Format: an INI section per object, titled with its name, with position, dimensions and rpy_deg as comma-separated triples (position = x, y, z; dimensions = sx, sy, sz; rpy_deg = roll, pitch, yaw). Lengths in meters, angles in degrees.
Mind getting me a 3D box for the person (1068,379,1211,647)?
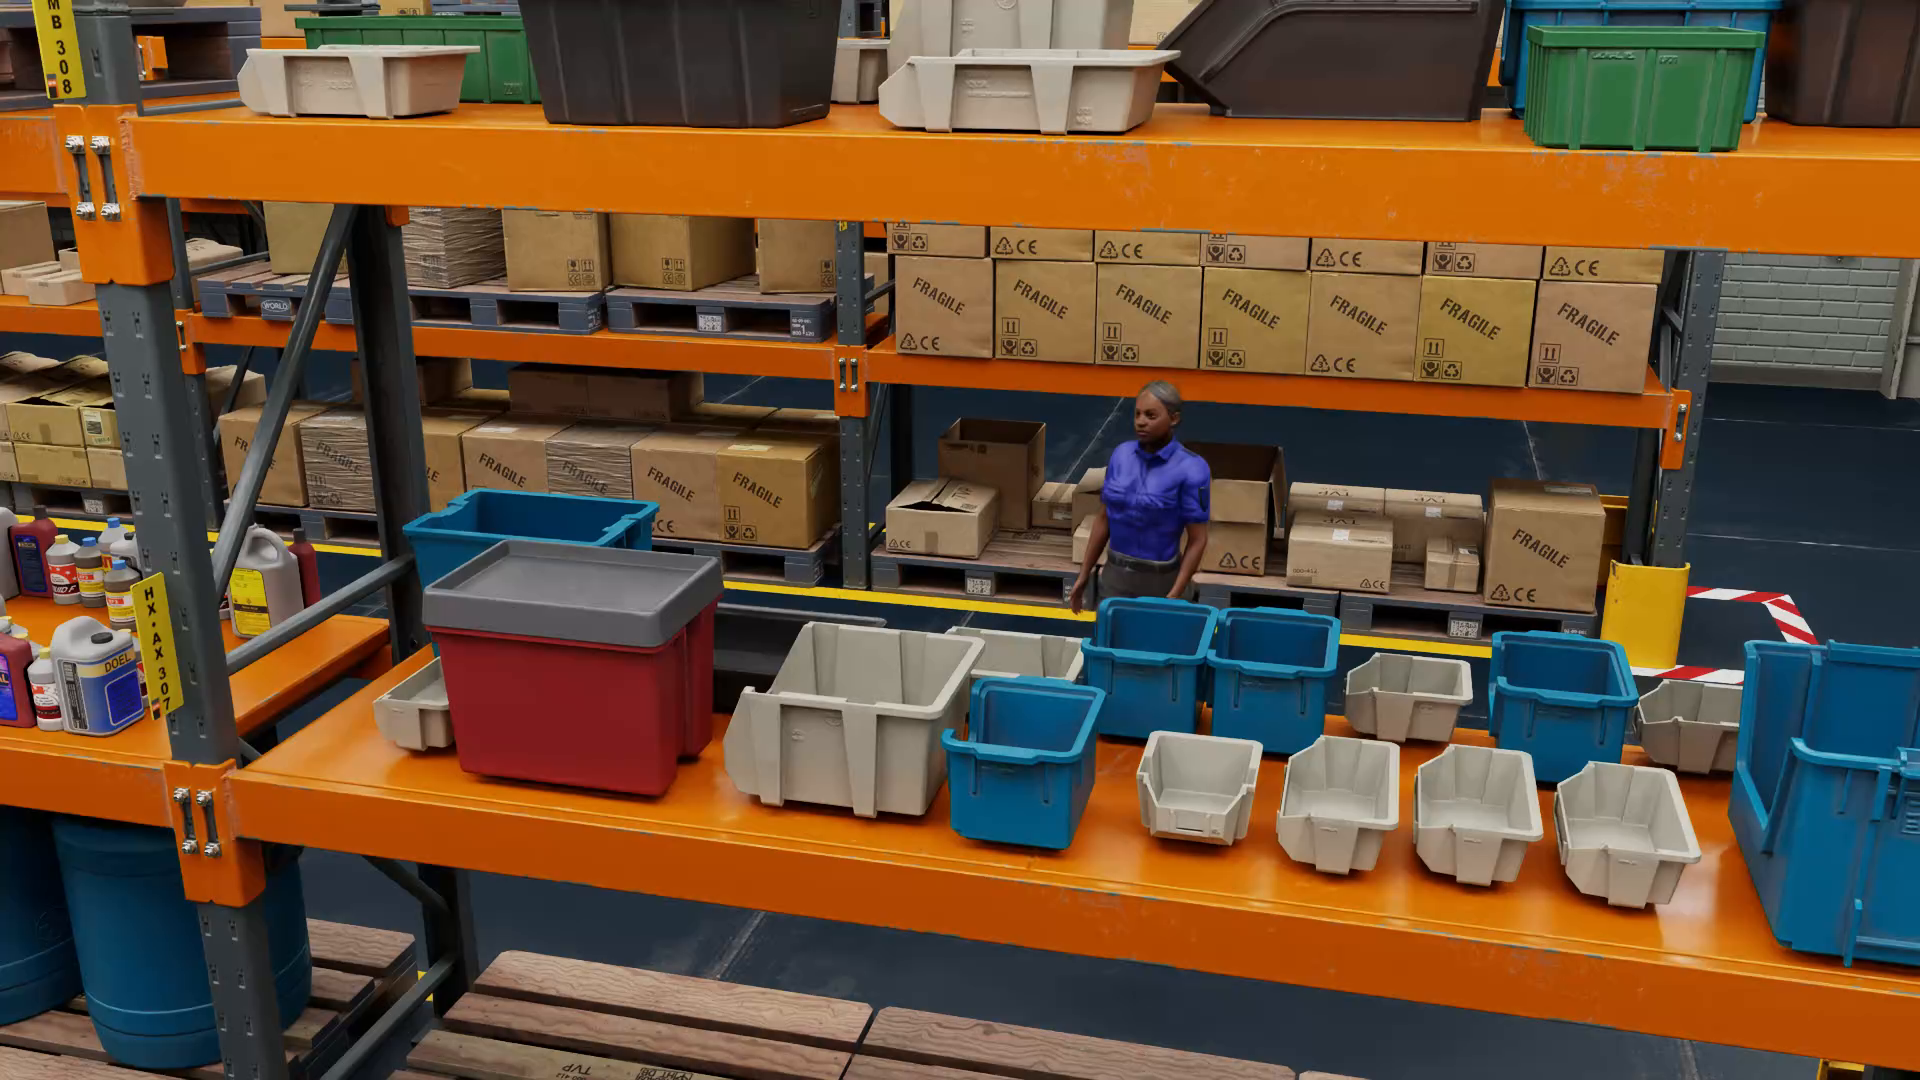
[person]
position = 0.693, 0.206, 6.438
dimensions = 0.518, 1.656, 0.547
rpy_deg = 13, 22, 34
